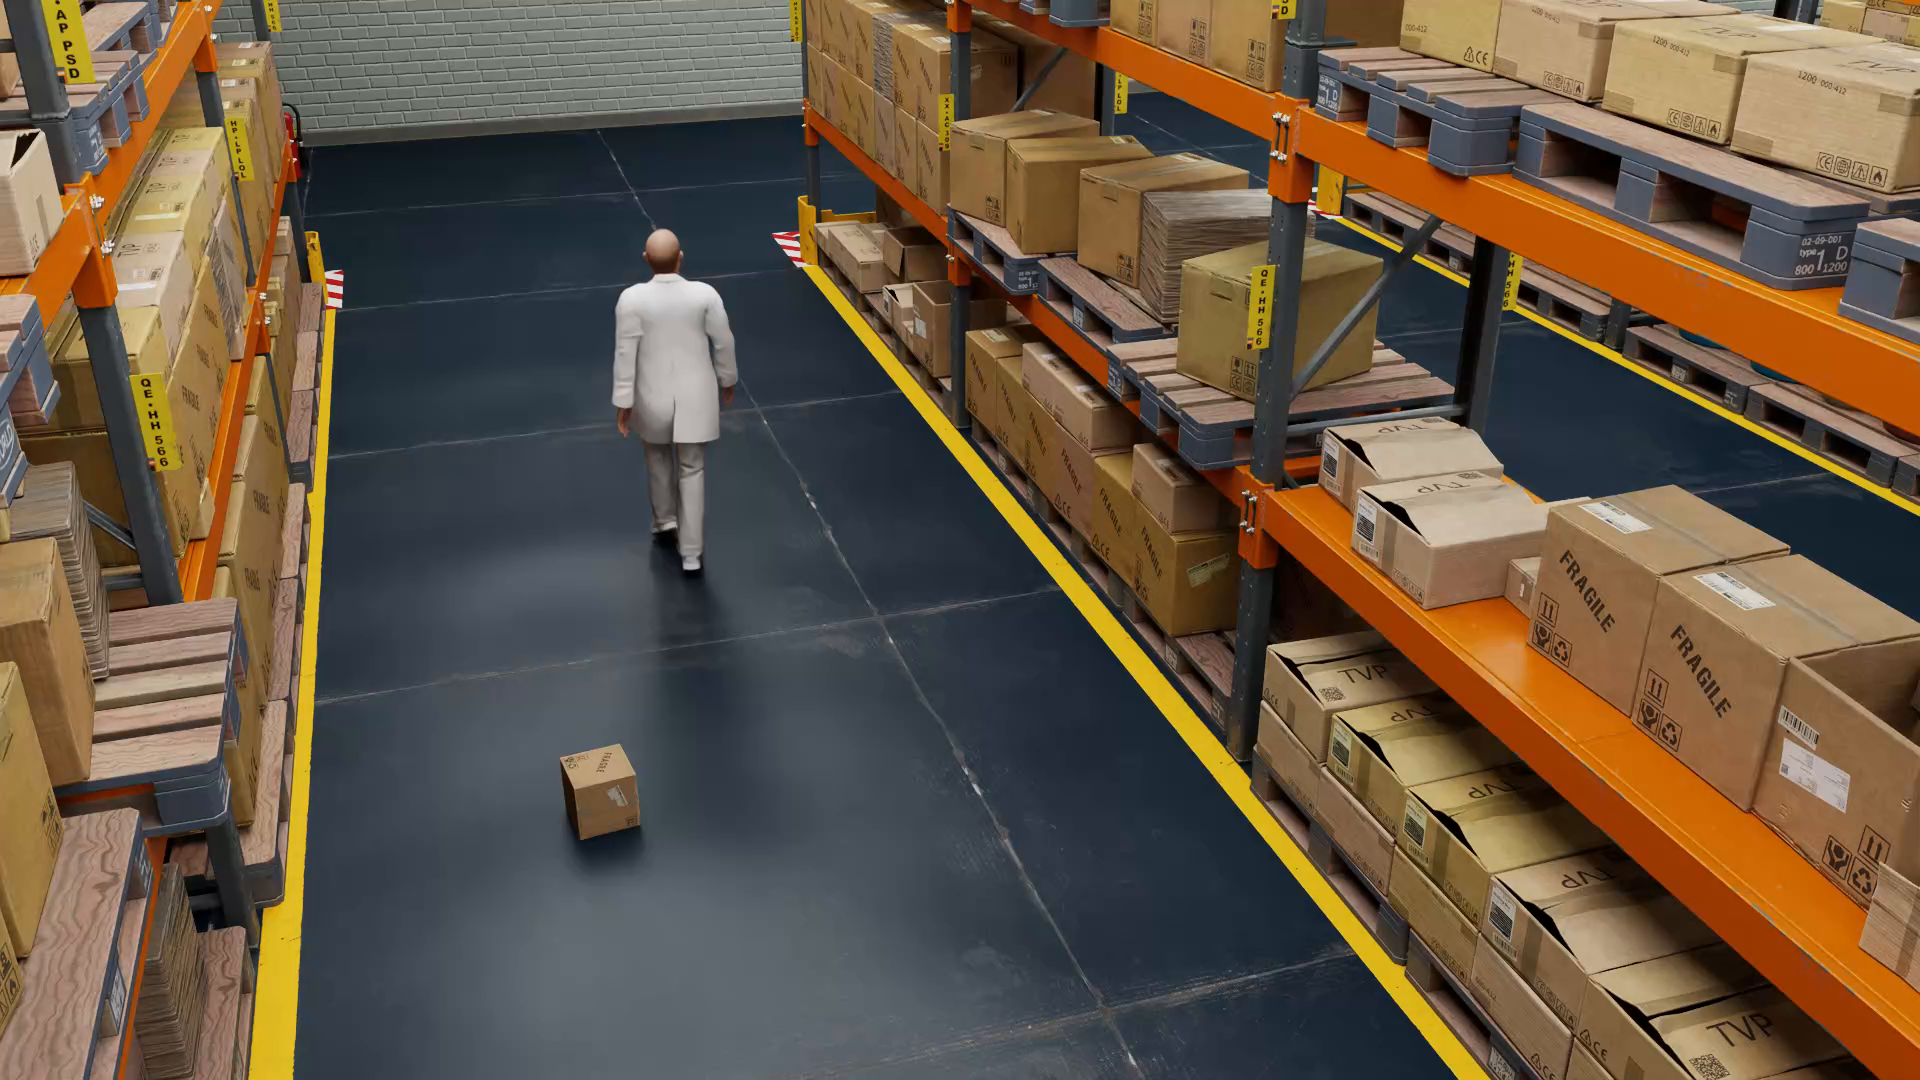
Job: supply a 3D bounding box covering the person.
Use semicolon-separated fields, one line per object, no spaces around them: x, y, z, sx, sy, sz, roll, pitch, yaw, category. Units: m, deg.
-1.473;-0.735;8.661;0.643;1.834;0.765;-3;26;-7;person
